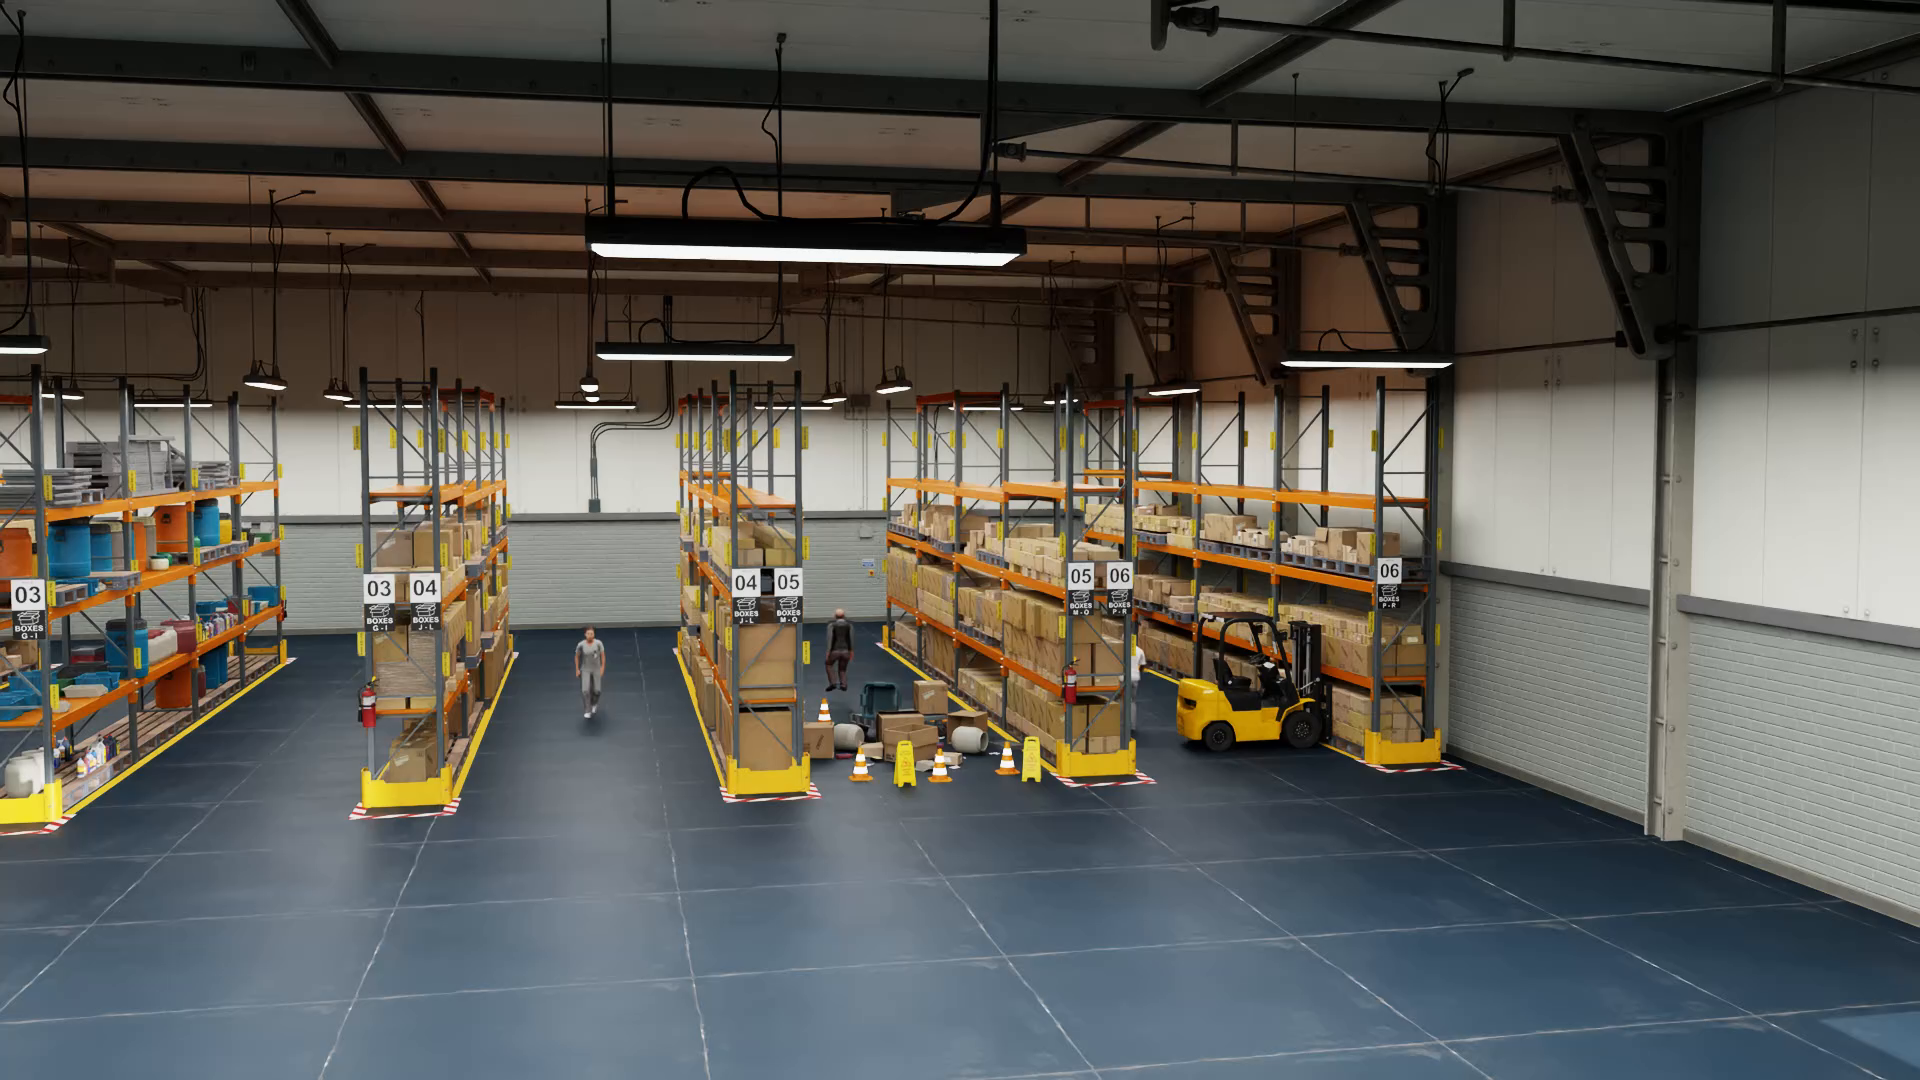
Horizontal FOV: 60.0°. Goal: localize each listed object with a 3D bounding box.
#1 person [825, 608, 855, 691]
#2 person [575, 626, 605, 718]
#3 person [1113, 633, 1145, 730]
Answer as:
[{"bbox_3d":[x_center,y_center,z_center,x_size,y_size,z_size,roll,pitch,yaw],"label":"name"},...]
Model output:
[{"bbox_3d":[-2.282,2.100,31.617,0.570,1.599,0.697,-1,4,-17],"label":"person"},{"bbox_3d":[-6.740,2.385,30.290,0.534,1.657,0.603,-1,4,-15],"label":"person"},{"bbox_3d":[2.920,2.448,29.088,0.694,1.660,0.770,-1,3,-10],"label":"person"}]
